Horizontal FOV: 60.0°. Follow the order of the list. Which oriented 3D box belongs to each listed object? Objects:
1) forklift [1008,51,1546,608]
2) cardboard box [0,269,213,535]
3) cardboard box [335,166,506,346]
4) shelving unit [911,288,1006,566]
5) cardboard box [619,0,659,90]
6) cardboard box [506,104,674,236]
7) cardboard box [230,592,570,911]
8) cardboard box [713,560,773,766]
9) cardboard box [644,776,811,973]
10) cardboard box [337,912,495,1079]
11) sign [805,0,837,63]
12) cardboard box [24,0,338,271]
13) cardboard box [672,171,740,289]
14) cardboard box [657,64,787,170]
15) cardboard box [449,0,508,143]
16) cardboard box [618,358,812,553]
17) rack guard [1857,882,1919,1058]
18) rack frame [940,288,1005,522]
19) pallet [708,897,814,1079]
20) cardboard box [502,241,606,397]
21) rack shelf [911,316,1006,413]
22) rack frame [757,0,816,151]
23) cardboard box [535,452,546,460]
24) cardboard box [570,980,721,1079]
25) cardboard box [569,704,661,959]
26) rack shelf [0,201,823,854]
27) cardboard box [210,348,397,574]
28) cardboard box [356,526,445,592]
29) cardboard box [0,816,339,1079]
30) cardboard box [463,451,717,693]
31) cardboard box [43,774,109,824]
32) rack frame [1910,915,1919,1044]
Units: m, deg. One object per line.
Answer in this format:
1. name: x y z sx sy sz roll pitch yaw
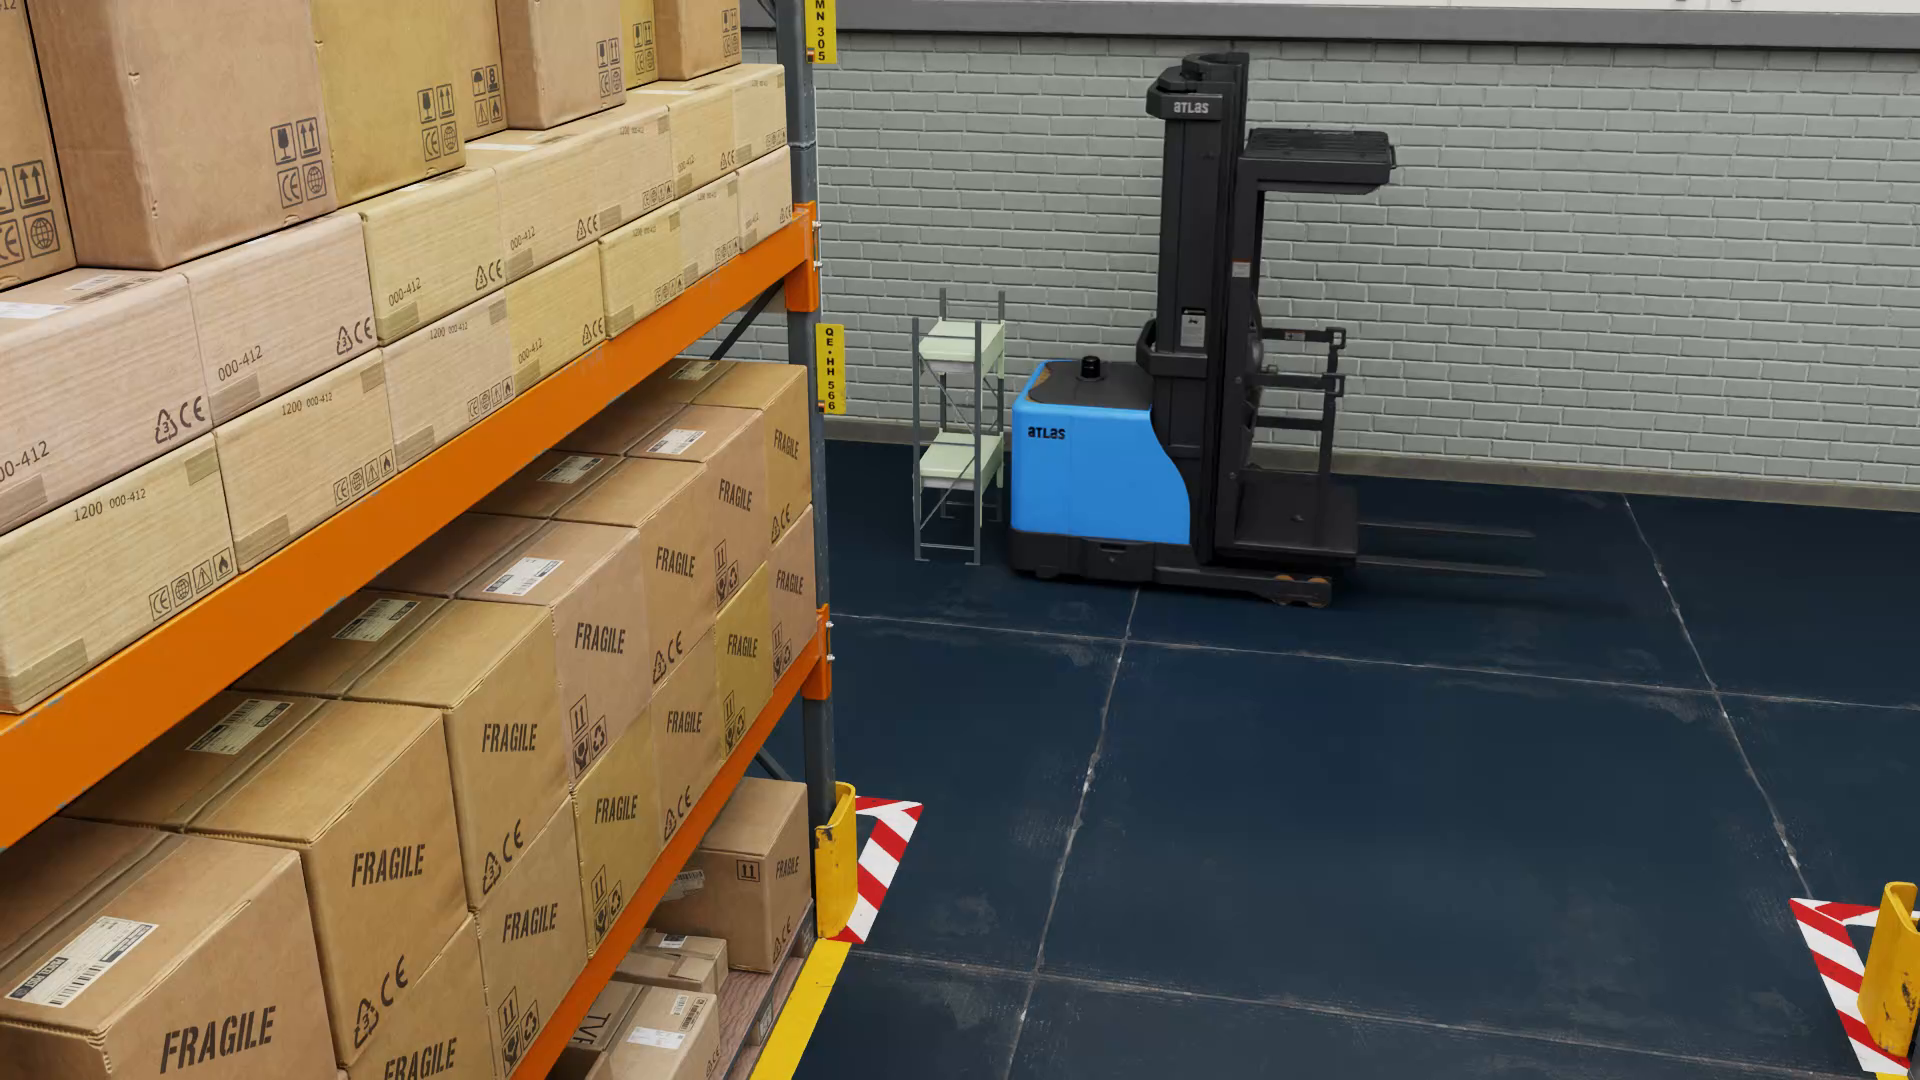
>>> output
1. forklift: 1.855 -1.194 9.396 3.031 2.935 1.130 5 22 12
2. cardboard box: -1.468 -0.217 2.393 0.500 0.250 0.500 4 22 11
3. cardboard box: -1.254 -0.582 3.299 0.500 0.250 0.500 4 22 11
4. shelving unit: -0.001 -0.693 10.067 0.431 1.500 0.755 4 22 11
5. cardboard box: -1.267 -1.503 4.583 0.700 0.500 0.500 4 22 11
6. cardboard box: -1.056 -0.948 4.209 0.500 0.250 0.500 4 22 11
7. cardboard box: -1.228 0.458 3.729 0.500 0.500 0.500 4 22 9
8. cardboard box: -0.921 0.361 5.308 0.500 0.500 0.500 5 22 11
9. cardboard box: -0.864 1.206 6.101 0.500 0.500 0.500 4 22 11
10. cardboard box: -1.338 1.096 3.483 0.500 0.500 0.500 5 22 12
11. sign: -0.455 -1.720 5.408 0.100 0.325 0.005 4 22 11
12. cardboard box: -1.507 -0.759 2.735 0.700 0.500 0.500 4 22 11
13. cardboard box: -0.953 -0.899 4.756 0.500 0.250 0.500 4 22 11
14. cardboard box: -0.849 -1.314 5.116 0.500 0.250 0.500 4 22 11
15. cardboard box: -1.458 -1.136 3.673 0.700 0.500 0.500 4 22 11
16. cardboard box: -0.815 -0.294 5.595 0.500 0.500 0.500 4 22 10
17. rack guard: 3.847 1.562 5.807 1.175 0.500 0.348 4 22 11
18. rack frame: 0.073 -0.827 10.400 0.400 1.500 0.023 4 22 11
19. pallet: -1.171 1.646 5.985 1.003 0.211 1.213 4 22 11
20. cardboard box: -1.160 -0.533 3.848 0.500 0.250 0.500 4 22 11
21. rack shelf: -0.001 -1.055 9.922 0.431 0.370 0.720 4 22 11
22. rack frame: -0.994 -2.750 5.136 1.000 3.000 0.127 4 22 11
23. cardboard box: -1.442 -0.143 5.222 0.500 0.500 0.500 5 22 11
24. cardboard box: -1.087 1.667 5.291 0.500 0.250 0.500 4 22 11
25. cardboard box: -1.131 0.727 4.398 0.500 0.500 0.500 4 22 10
26. rack shelf: -1.402 -0.293 4.015 1.077 0.370 4.000 4 22 11
27. cardboard box: -1.362 -0.168 2.940 0.500 0.250 0.500 4 22 11
28. cardboard box: -1.651 0.225 4.307 0.500 0.500 0.500 4 22 10
29. cardboard box: -1.438 0.835 2.794 0.500 0.500 0.500 5 22 12
30. cardboard box: -1.019 0.081 4.664 0.500 0.500 0.500 5 22 12
31. cardboard box: -1.858 0.593 3.393 0.500 0.500 0.500 4 22 10
32. rack frame: 3.855 0.412 5.316 1.000 3.000 0.127 4 22 11
